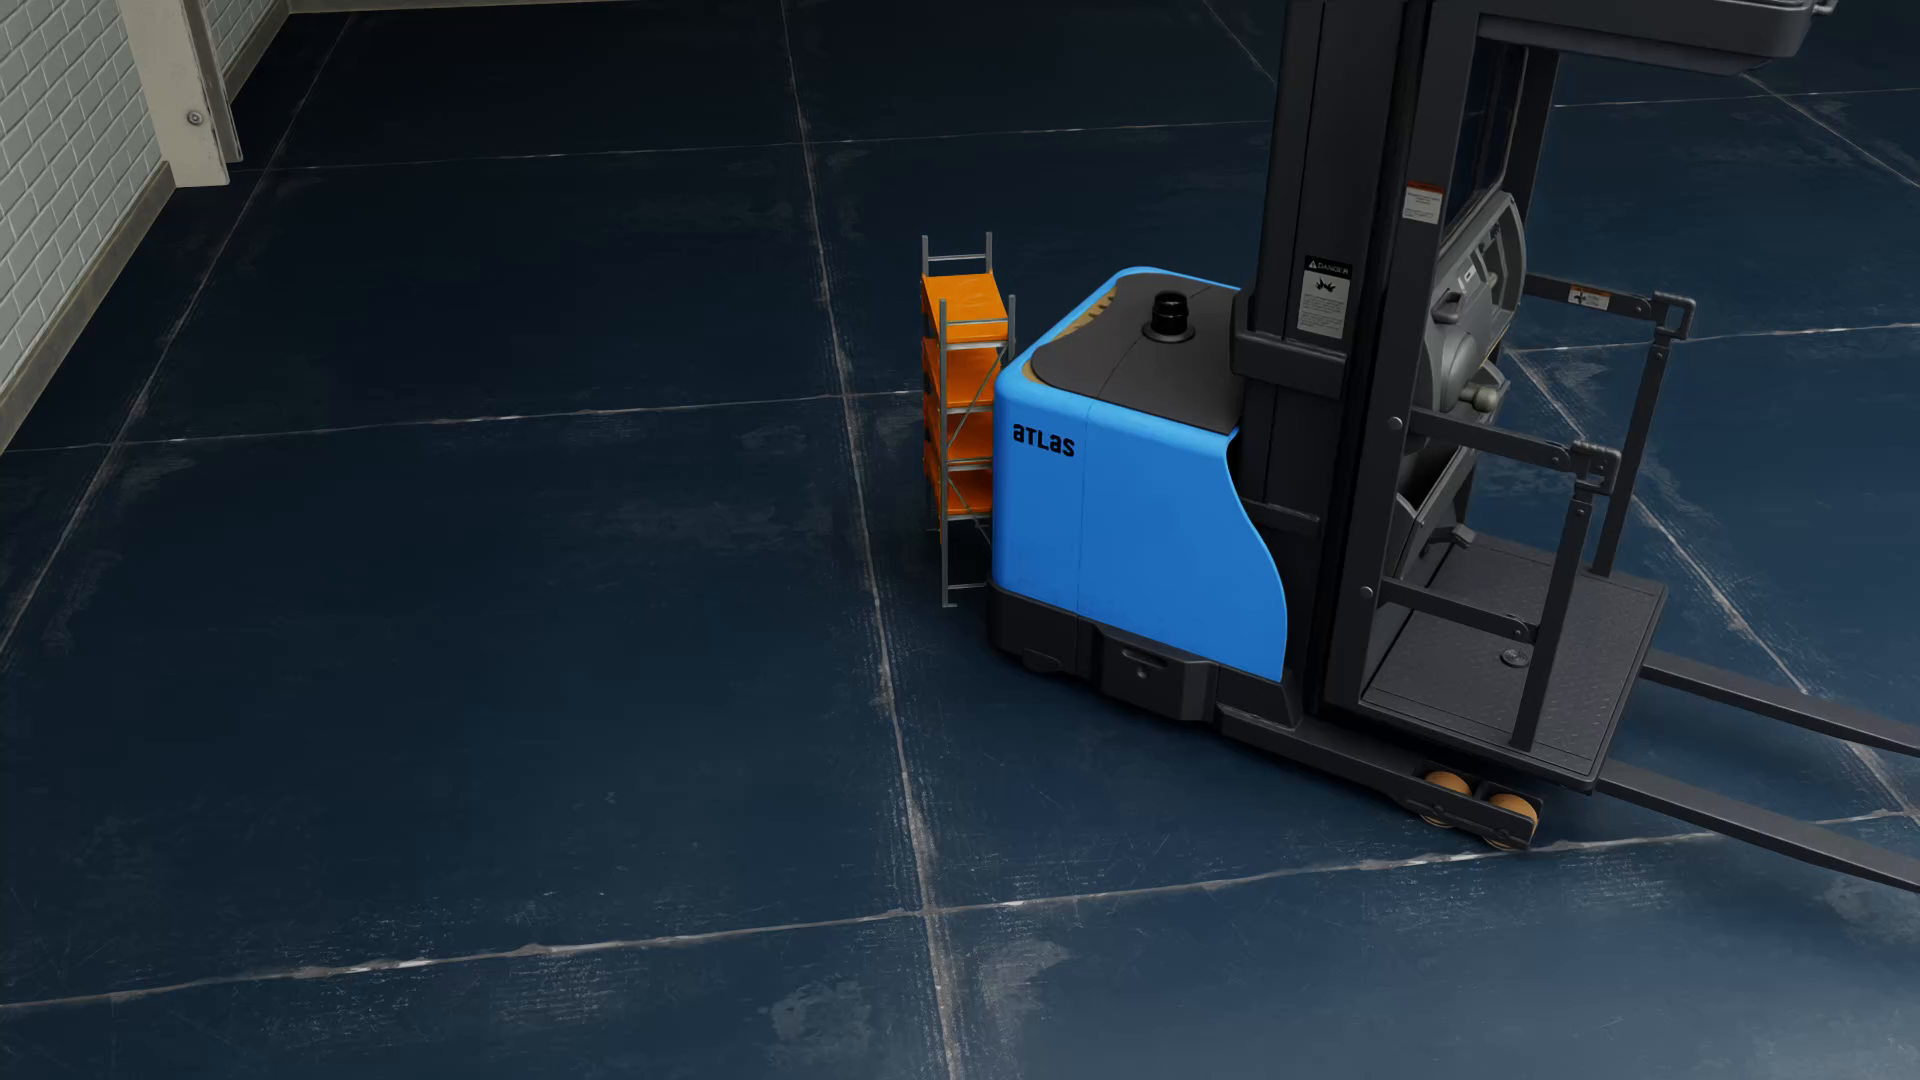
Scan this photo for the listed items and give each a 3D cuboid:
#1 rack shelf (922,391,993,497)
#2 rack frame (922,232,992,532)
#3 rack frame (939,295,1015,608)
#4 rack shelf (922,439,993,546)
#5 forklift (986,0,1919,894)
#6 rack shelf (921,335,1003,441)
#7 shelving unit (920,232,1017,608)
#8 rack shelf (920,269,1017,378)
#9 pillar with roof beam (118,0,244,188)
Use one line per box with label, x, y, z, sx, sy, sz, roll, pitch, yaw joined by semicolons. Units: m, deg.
rack shelf;0.022;-0.348;5.814;0.258;0.148;0.480;-4;35;-6
rack frame;-0.011;-0.540;5.976;0.240;1.200;0.015;-4;35;-6
rack frame;0.055;-0.267;5.577;0.240;1.200;0.015;-4;35;-6
rack shelf;0.022;-0.184;5.926;0.258;0.148;0.480;-4;35;-6
forklift;1.622;-0.638;4.584;3.031;2.935;1.130;18;38;25
rack shelf;0.022;-0.533;5.688;0.258;0.148;0.480;-4;35;-6
shelving unit;0.022;-0.403;5.777;0.258;1.200;0.503;-4;35;-6
rack shelf;0.022;-0.728;5.555;0.258;0.148;0.480;-4;35;-6
pillar with roof beam;0.079;-6.088;7.193;9.100;9.000;0.400;-4;35;-6
